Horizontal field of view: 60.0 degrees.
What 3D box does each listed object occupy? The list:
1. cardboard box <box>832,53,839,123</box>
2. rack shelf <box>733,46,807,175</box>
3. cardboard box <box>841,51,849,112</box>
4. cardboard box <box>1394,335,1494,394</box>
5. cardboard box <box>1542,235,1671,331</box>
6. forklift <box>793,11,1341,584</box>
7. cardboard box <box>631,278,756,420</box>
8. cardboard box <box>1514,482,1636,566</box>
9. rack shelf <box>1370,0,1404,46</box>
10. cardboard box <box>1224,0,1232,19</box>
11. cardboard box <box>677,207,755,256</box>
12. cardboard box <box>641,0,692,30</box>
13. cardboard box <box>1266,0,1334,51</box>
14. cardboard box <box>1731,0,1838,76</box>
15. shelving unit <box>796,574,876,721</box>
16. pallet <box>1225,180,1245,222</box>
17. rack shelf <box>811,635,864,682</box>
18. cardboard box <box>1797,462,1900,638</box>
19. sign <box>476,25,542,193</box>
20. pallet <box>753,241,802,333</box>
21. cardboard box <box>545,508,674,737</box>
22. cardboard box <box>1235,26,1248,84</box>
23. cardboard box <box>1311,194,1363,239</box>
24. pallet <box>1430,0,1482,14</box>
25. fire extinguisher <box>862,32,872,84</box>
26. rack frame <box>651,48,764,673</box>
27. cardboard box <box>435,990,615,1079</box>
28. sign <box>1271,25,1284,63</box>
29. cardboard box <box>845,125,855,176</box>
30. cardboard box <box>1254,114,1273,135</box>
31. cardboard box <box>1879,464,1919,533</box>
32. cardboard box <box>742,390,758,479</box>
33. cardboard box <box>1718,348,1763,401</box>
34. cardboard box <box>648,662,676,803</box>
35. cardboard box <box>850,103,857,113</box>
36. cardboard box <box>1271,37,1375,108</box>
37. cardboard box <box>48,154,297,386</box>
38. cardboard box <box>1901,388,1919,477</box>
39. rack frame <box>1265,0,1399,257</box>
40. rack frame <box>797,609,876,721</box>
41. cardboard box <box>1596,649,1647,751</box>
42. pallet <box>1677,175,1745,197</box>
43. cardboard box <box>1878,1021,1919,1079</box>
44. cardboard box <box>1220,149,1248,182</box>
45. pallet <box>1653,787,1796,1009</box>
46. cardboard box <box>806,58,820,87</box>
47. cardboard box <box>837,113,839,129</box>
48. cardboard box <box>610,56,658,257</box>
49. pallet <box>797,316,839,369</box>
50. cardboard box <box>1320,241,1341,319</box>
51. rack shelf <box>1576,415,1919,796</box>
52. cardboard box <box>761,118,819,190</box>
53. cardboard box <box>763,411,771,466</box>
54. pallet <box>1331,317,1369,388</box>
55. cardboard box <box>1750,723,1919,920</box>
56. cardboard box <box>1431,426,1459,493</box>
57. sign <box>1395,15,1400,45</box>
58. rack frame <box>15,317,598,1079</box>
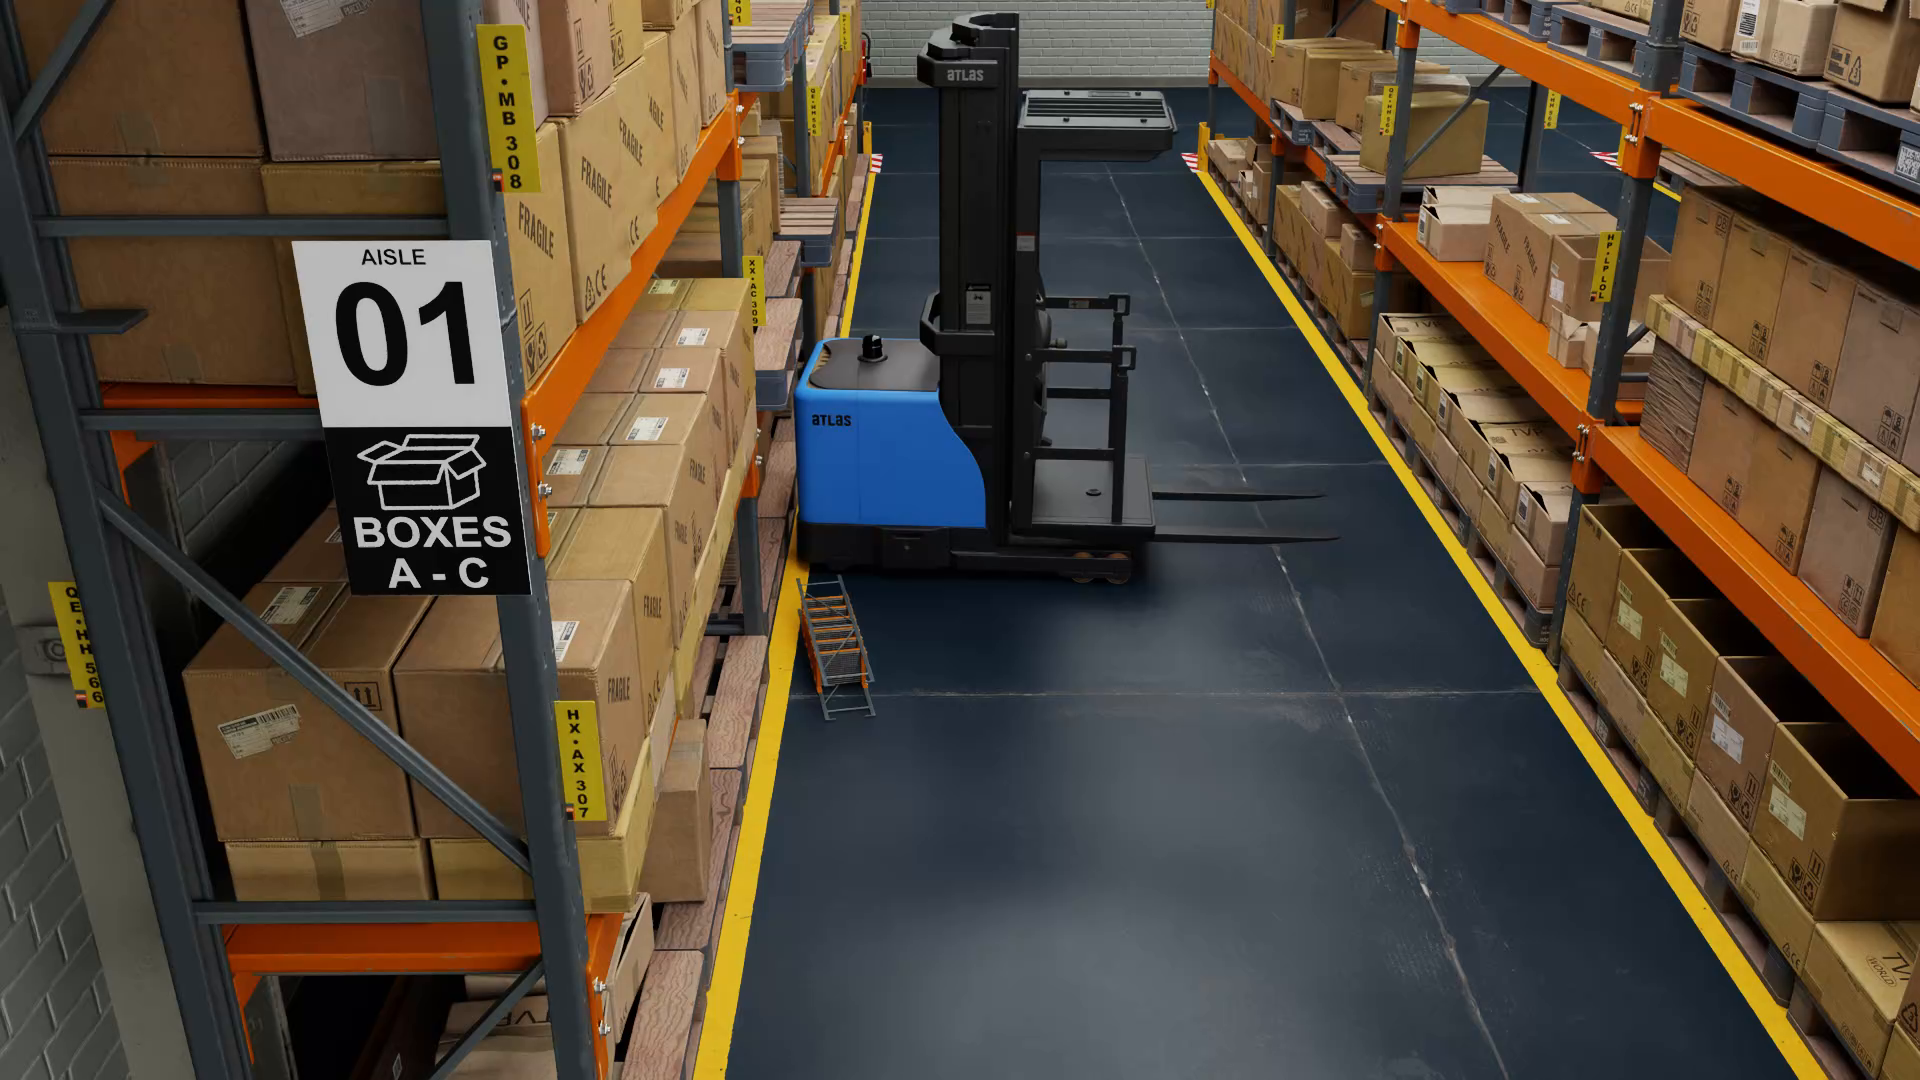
[{"bbox_3d":[-1.295,-3.818,14.044,0.500,0.500,0.500,0,24,0],"label":"cardboard box"},{"bbox_3d":[-1.502,-2.593,9.077,1.077,0.370,4.000,0,24,-1],"label":"rack shelf"},{"bbox_3d":[-1.557,-4.387,15.446,0.980,0.700,0.700,0,24,0],"label":"cardboard box"},{"bbox_3d":[3.156,-1.163,10.827,0.500,0.311,0.500,-1,24,-2],"label":"cardboard box"},{"bbox_3d":[3.475,-1.333,8.936,0.500,0.500,0.500,1,24,3],"label":"cardboard box"},{"bbox_3d":[0.624,-1.320,9.111,3.031,2.935,1.130,1,24,3],"label":"forklift"},{"bbox_3d":[-1.166,-0.819,7.169,0.500,0.500,0.500,0,24,-1],"label":"cardboard box"},{"bbox_3d":[3.182,-0.114,8.508,0.500,0.311,0.500,0,24,-1],"label":"cardboard box"},{"bbox_3d":[3.408,-4.265,12.774,1.077,0.370,4.000,0,24,-1],"label":"rack shelf"},{"bbox_3d":[3.097,-5.800,17.600,0.500,0.500,0.500,0,24,0],"label":"cardboard box"},{"bbox_3d":[-1.451,-1.416,8.586,0.700,0.500,0.500,2,24,5],"label":"cardboard box"},{"bbox_3d":[-1.171,-1.961,5.447,0.500,0.500,0.500,-1,24,-2],"label":"cardboard box"},{"bbox_3d":[3.121,-4.759,15.297,0.500,0.500,0.500,0,24,0],"label":"cardboard box"},{"bbox_3d":[3.221,-1.904,6.108,0.500,0.311,0.500,-2,24,-3],"label":"cardboard box"},{"bbox_3d":[-0.636,0.519,8.364,0.258,0.189,1.200,-5,24,-10],"label":"shelving unit"},{"bbox_3d":[3.363,-3.567,17.380,1.003,0.211,1.213,0,24,-1],"label":"pallet"},{"bbox_3d":[-0.604,0.585,8.217,0.258,0.180,0.103,-5,24,-10],"label":"rack shelf"},{"bbox_3d":[3.505,0.018,5.948,0.700,0.500,0.500,0,24,1],"label":"cardboard box"},{"bbox_3d":[-0.894,-0.849,3.287,0.100,0.325,0.005,0,24,-1],"label":"sign"},{"bbox_3d":[-1.461,-1.475,9.605,1.003,0.211,1.213,0,24,-1],"label":"pallet"},{"bbox_3d":[-1.137,0.234,4.841,0.500,0.500,0.500,0,24,0],"label":"cardboard box"},{"bbox_3d":[3.101,-4.935,16.900,0.500,0.500,0.500,0,24,0],"label":"cardboard box"},{"bbox_3d":[3.164,-2.634,13.524,0.500,0.250,0.500,-1,24,-2],"label":"cardboard box"},{"bbox_3d":[3.526,-3.404,10.225,1.213,0.211,1.003,1,24,2],"label":"pallet"},{"bbox_3d":[-1.151,-5.534,18.892,0.296,0.674,0.183,0,24,-1],"label":"fire extinguisher"},{"bbox_3d":[-1.480,-0.730,7.724,1.000,3.000,0.127,0,24,-1],"label":"rack frame"},{"bbox_3d":[-1.354,1.657,5.175,0.500,0.311,0.500,-3,25,-7],"label":"cardboard box"},{"bbox_3d":[2.843,-4.439,14.875,0.100,0.325,0.005,0,24,-1],"label":"sign"},{"bbox_3d":[-1.498,-4.233,17.993,0.700,0.500,0.500,0,24,-1],"label":"cardboard box"},{"bbox_3d":[3.594,-4.537,18.642,0.500,0.500,0.500,0,24,-1],"label":"cardboard box"},{"bbox_3d":[3.306,-0.137,5.504,0.380,0.149,0.250,0,24,1],"label":"cardboard box"},{"bbox_3d":[-1.172,-0.477,7.323,0.500,0.250,0.500,0,24,0],"label":"cardboard box"},{"bbox_3d":[3.294,-0.666,6.673,0.380,0.149,0.250,0,24,-1],"label":"cardboard box"},{"bbox_3d":[-1.144,0.561,5.027,0.500,0.250,0.500,-1,24,-2],"label":"cardboard box"},{"bbox_3d":[-1.320,-4.683,18.200,0.380,0.149,0.250,-1,24,-1],"label":"cardboard box"},{"bbox_3d":[3.167,-4.091,14.525,0.700,0.500,0.500,-9,26,-18],"label":"cardboard box"},{"bbox_3d":[-1.694,-0.674,3.815,0.500,0.500,0.500,1,24,3],"label":"cardboard box"},{"bbox_3d":[3.506,-0.381,5.257,0.700,0.500,0.500,0,24,0],"label":"cardboard box"},{"bbox_3d":[3.386,-4.050,15.066,1.000,3.000,0.127,0,24,-1],"label":"rack frame"},{"bbox_3d":[-0.636,0.603,8.402,0.240,0.006,1.200,-5,24,-10],"label":"rack frame"},{"bbox_3d":[3.175,0.706,7.376,0.500,0.250,0.500,0,24,-1],"label":"cardboard box"},{"bbox_3d":[8.276,-3.607,17.470,1.003,0.211,1.213,0,24,-1],"label":"pallet"},{"bbox_3d":[3.215,1.736,5.098,0.500,0.250,0.500,0,24,-1],"label":"cardboard box"},{"bbox_3d":[3.075,-4.009,17.777,0.500,0.250,0.500,0,24,-1],"label":"cardboard box"},{"bbox_3d":[3.456,1.348,6.512,1.003,0.211,1.213,0,24,-1],"label":"pallet"},{"bbox_3d":[-1.278,-3.320,12.034,0.500,0.250,0.500,-1,24,-1],"label":"cardboard box"},{"bbox_3d":[-1.254,-3.679,14.526,0.380,0.149,0.250,0,24,0],"label":"cardboard box"},{"bbox_3d":[-1.170,-1.078,4.707,0.500,0.500,0.500,1,24,2],"label":"cardboard box"},{"bbox_3d":[-1.457,-1.433,12.662,1.003,0.211,1.213,0,24,-1],"label":"pallet"},{"bbox_3d":[3.179,-2.061,13.167,0.500,0.500,0.500,-1,24,-2],"label":"cardboard box"},{"bbox_3d":[3.495,0.398,6.103,1.077,0.370,4.000,0,24,-1],"label":"rack shelf"},{"bbox_3d":[-1.273,-2.770,11.728,0.500,0.500,0.500,0,24,1],"label":"cardboard box"},{"bbox_3d":[-1.541,-0.726,10.215,0.700,0.500,0.500,0,24,-1],"label":"cardboard box"},{"bbox_3d":[3.459,-1.439,12.677,1.003,0.211,1.213,0,24,-1],"label":"pallet"},{"bbox_3d":[3.188,0.982,5.855,0.500,0.500,0.500,0,24,-1],"label":"cardboard box"},{"bbox_3d":[3.165,-0.491,10.023,0.500,0.250,0.500,0,24,1],"label":"cardboard box"},{"bbox_3d":[3.941,-4.582,14.836,0.100,0.325,0.005,0,24,-1],"label":"sign"},{"bbox_3d":[-1.437,0.918,4.080,1.000,3.000,0.127,0,24,-1],"label":"rack frame"}]
